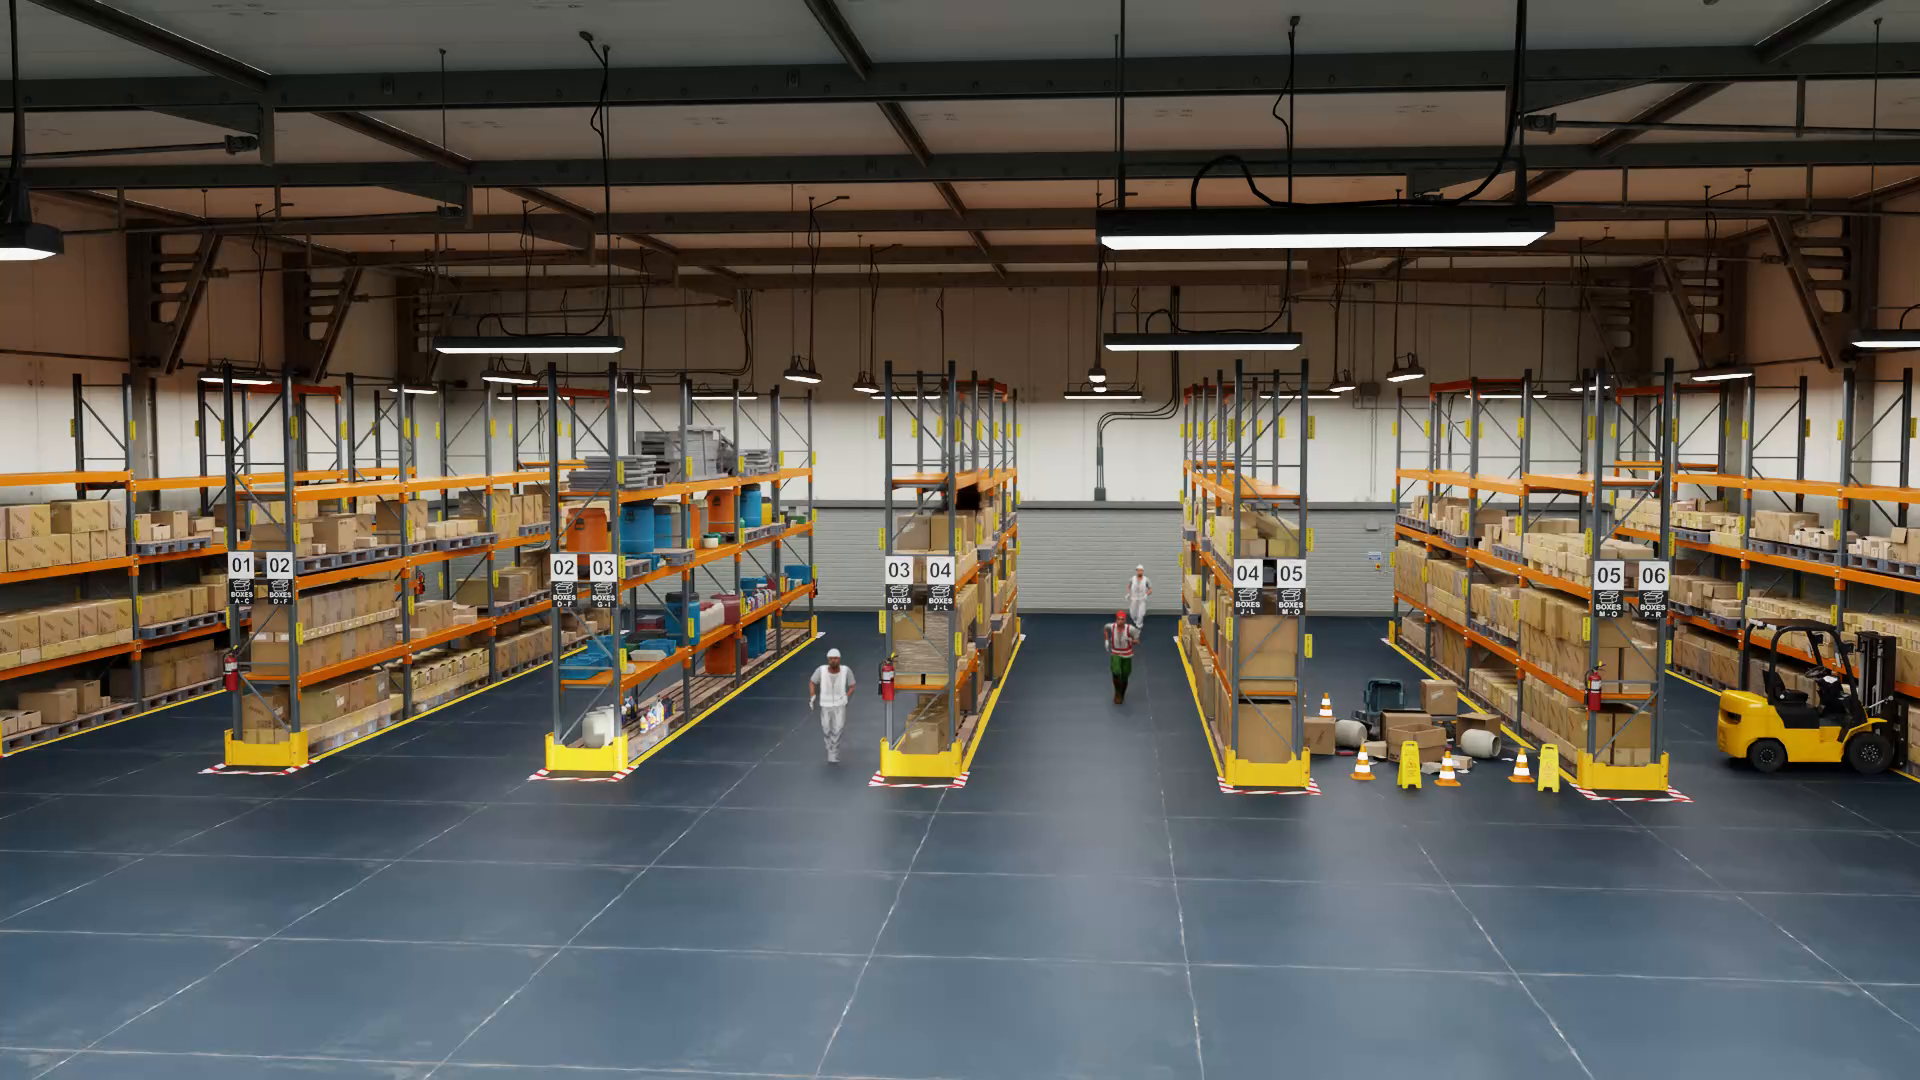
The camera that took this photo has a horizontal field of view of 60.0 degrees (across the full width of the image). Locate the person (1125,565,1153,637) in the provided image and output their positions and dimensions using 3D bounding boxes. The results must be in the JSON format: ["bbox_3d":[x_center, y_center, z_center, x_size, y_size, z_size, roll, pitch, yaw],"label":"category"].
[{"bbox_3d":[4.362,1.484,40.436,0.658,1.743,0.609,1,4,15],"label":"person"}]

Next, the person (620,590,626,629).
[{"bbox_3d":[-8.721,1.474,41.830,0.659,1.588,0.515,1,4,21],"label":"person"}]

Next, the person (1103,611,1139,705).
[{"bbox_3d":[2.936,2.127,30.300,0.644,1.719,0.921,0,4,5],"label":"person"}]

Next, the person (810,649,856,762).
[{"bbox_3d":[-1.923,2.496,25.194,0.710,1.716,0.637,0,4,-4],"label":"person"}]
